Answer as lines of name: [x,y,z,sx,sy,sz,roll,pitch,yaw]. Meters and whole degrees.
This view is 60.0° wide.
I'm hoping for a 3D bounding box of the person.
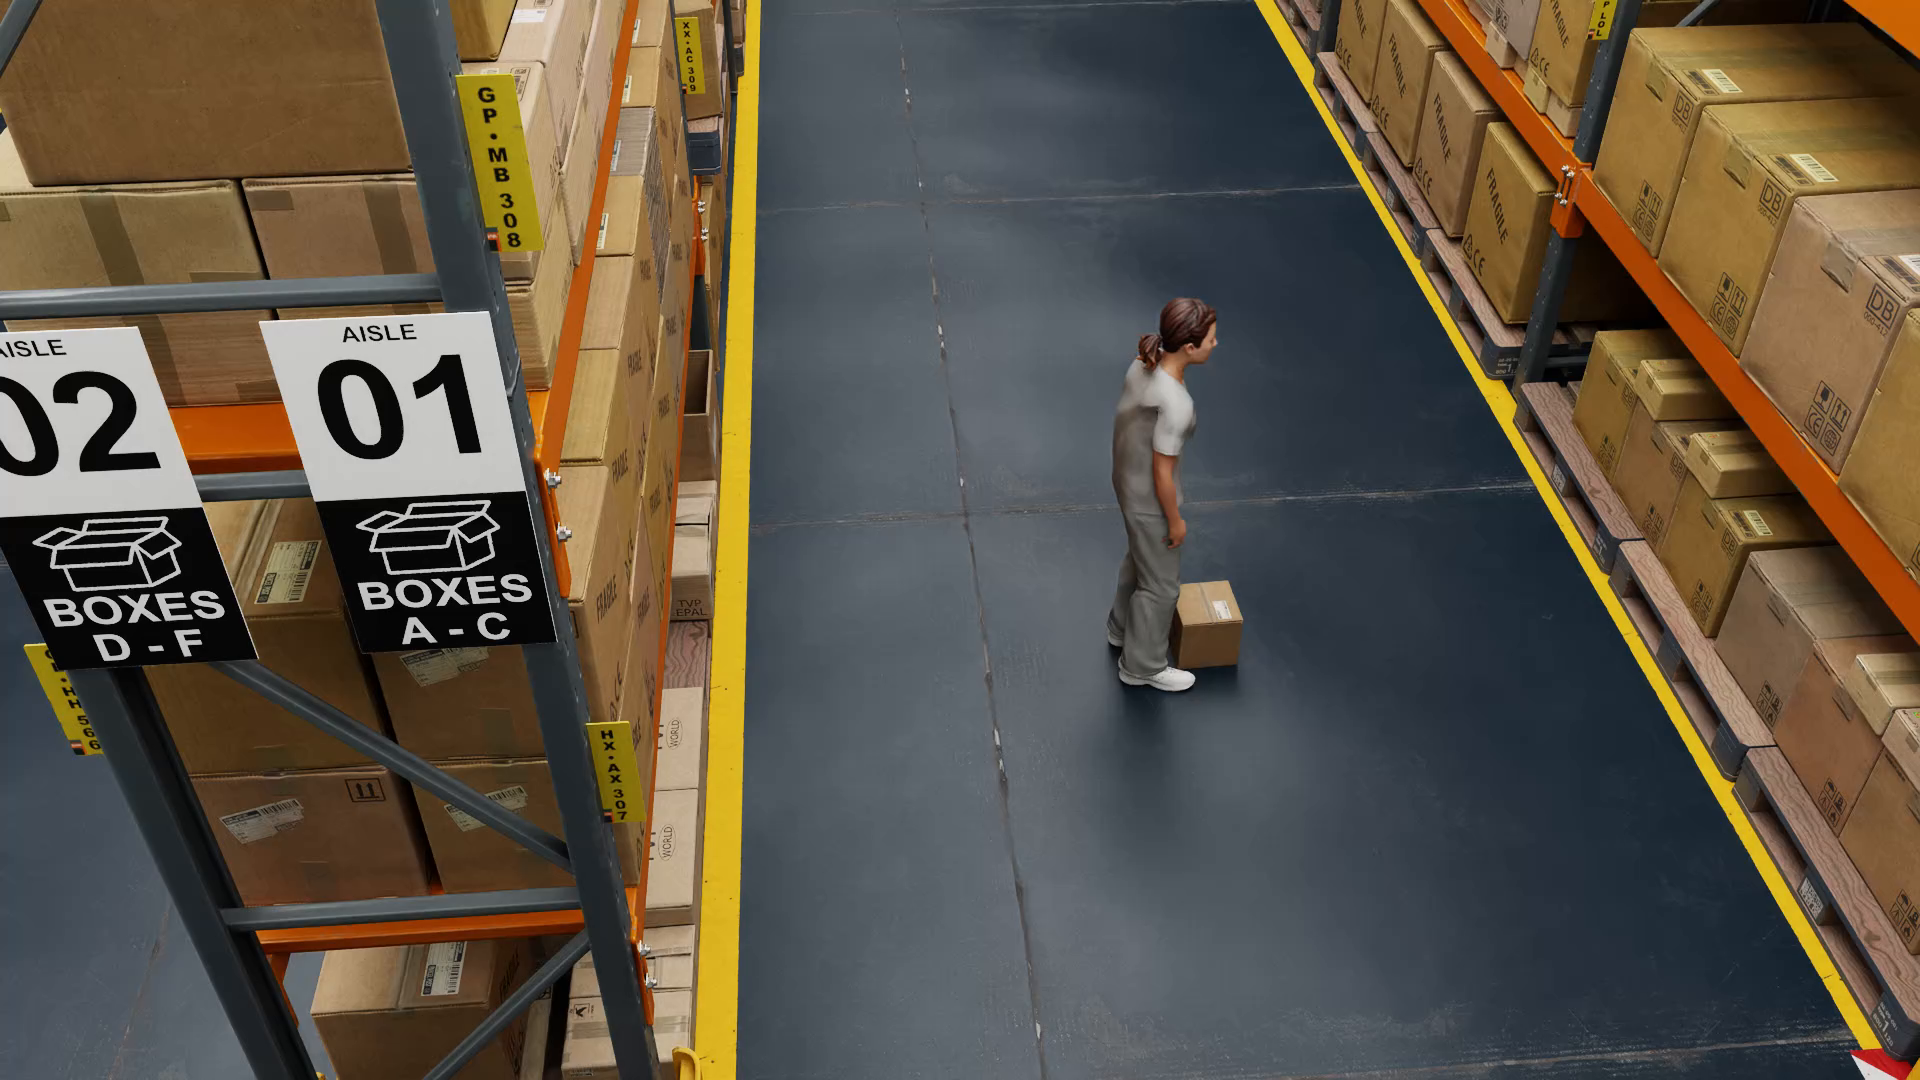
person: [0.757,-0.179,6.375,0.351,1.672,0.497,-4,39,-4]
